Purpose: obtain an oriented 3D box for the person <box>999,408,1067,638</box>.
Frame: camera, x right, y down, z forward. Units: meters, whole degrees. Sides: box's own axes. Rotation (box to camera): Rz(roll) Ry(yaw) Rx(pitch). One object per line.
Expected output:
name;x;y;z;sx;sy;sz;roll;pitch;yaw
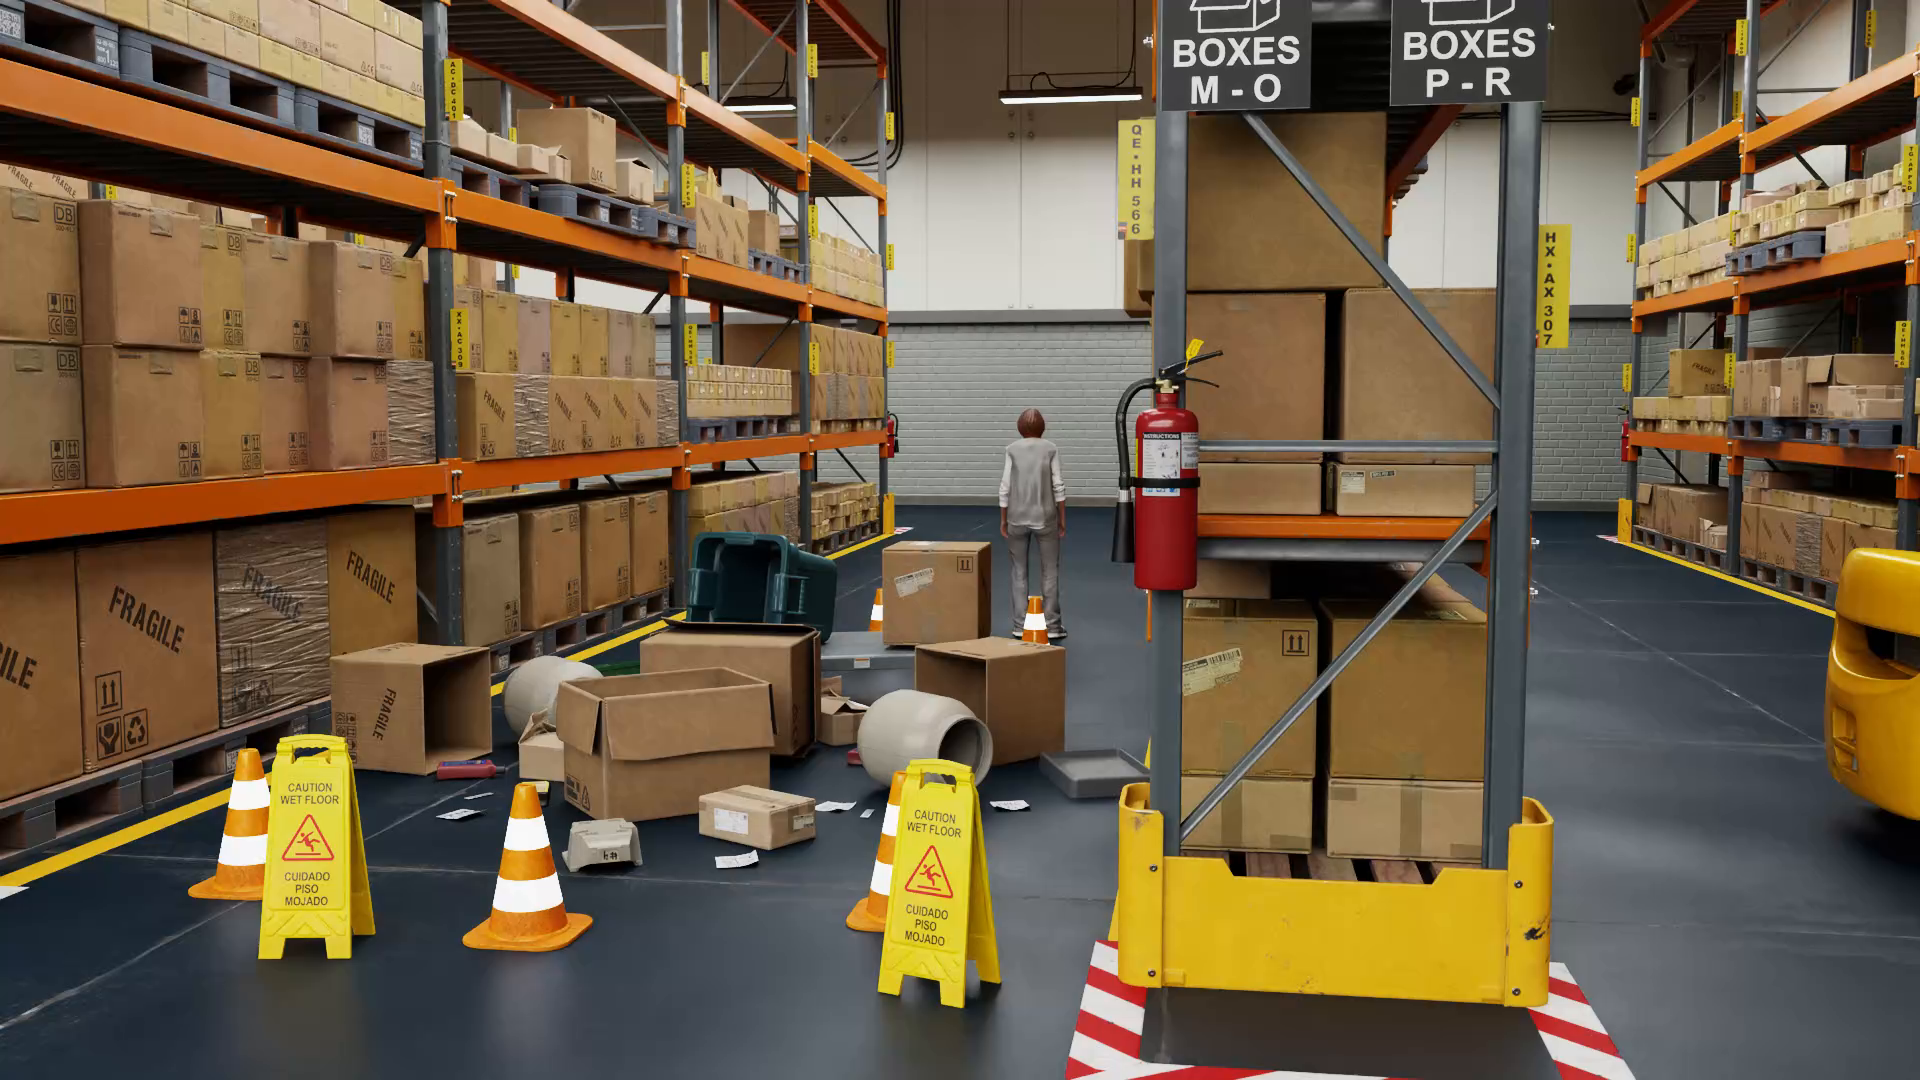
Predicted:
person;0.507;-0.115;11.531;0.469;1.593;0.366;1;5;8
